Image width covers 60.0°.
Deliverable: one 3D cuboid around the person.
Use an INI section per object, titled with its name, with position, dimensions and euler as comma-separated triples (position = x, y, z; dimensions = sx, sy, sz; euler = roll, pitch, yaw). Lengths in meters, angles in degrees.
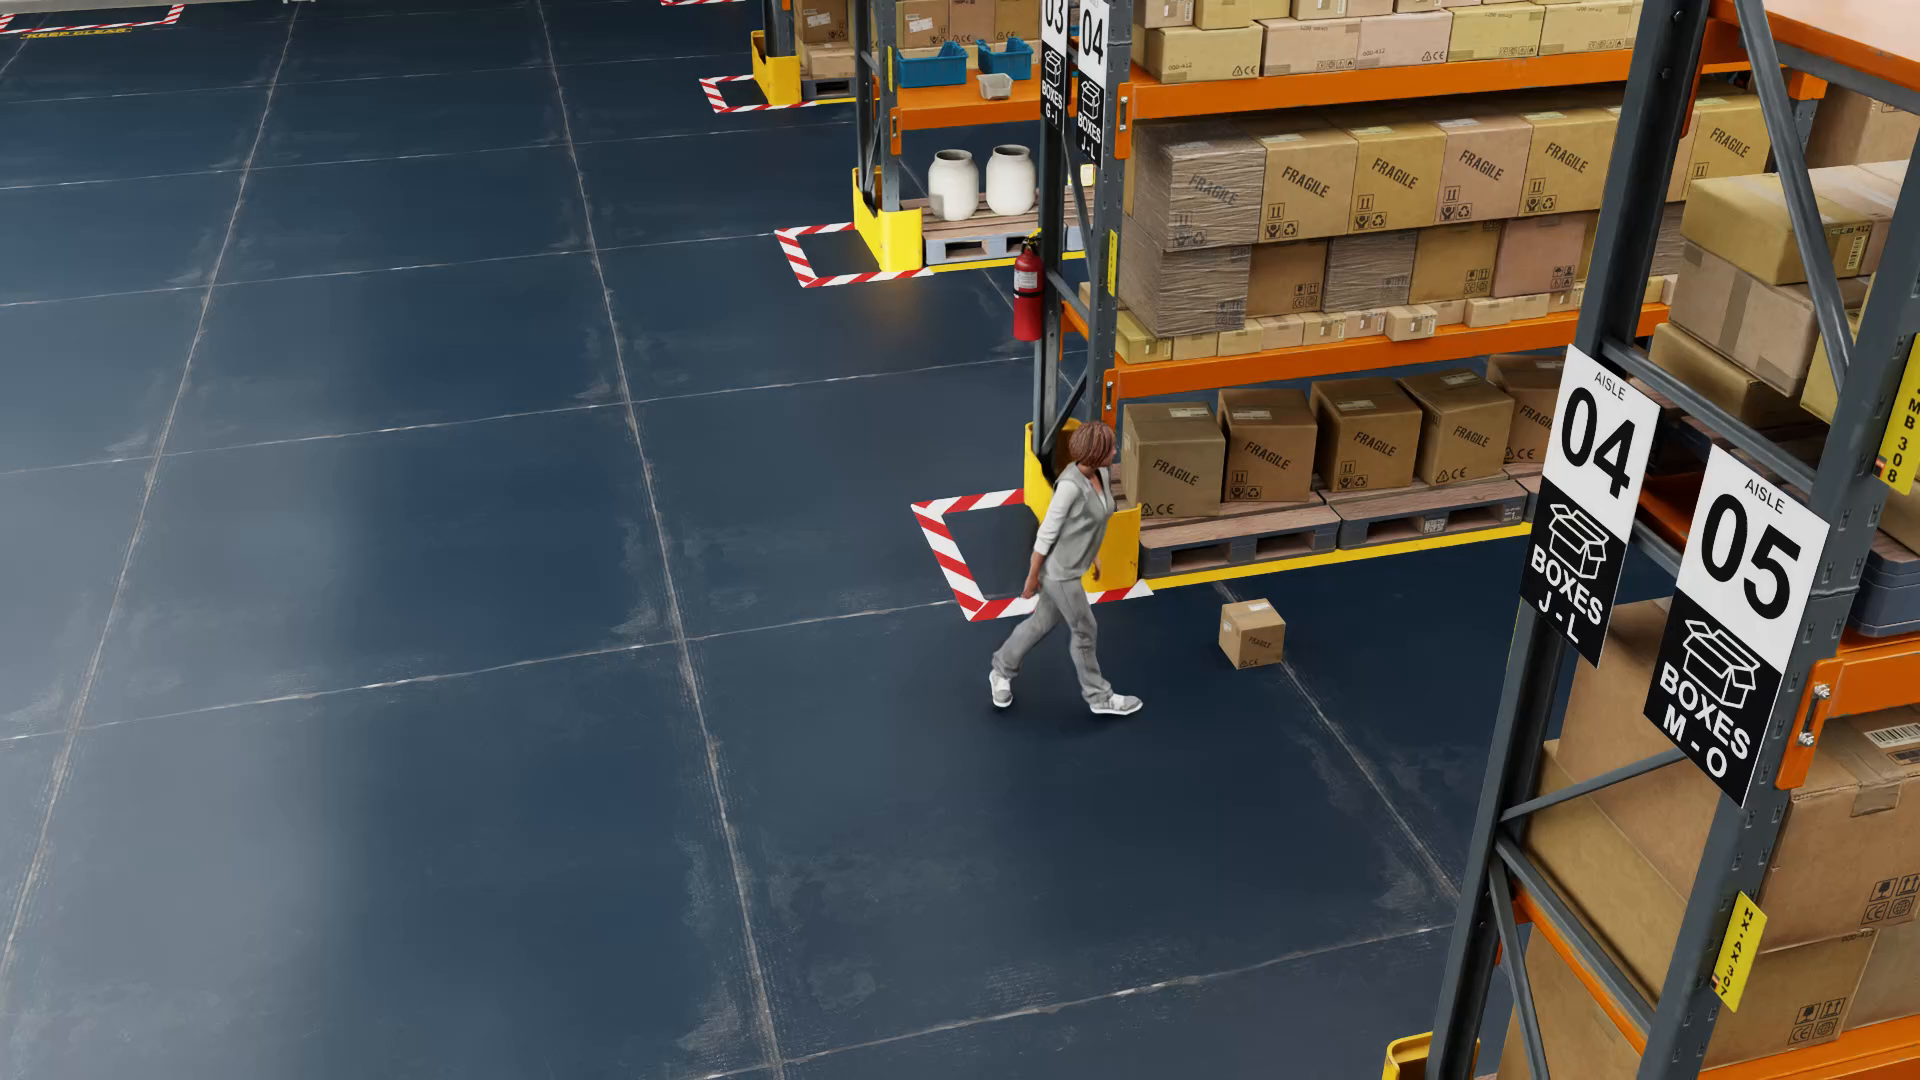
[person]
position = 0.538, 0.130, 8.030
dimensions = 0.800, 1.540, 0.491
euler = 13, 33, 20
